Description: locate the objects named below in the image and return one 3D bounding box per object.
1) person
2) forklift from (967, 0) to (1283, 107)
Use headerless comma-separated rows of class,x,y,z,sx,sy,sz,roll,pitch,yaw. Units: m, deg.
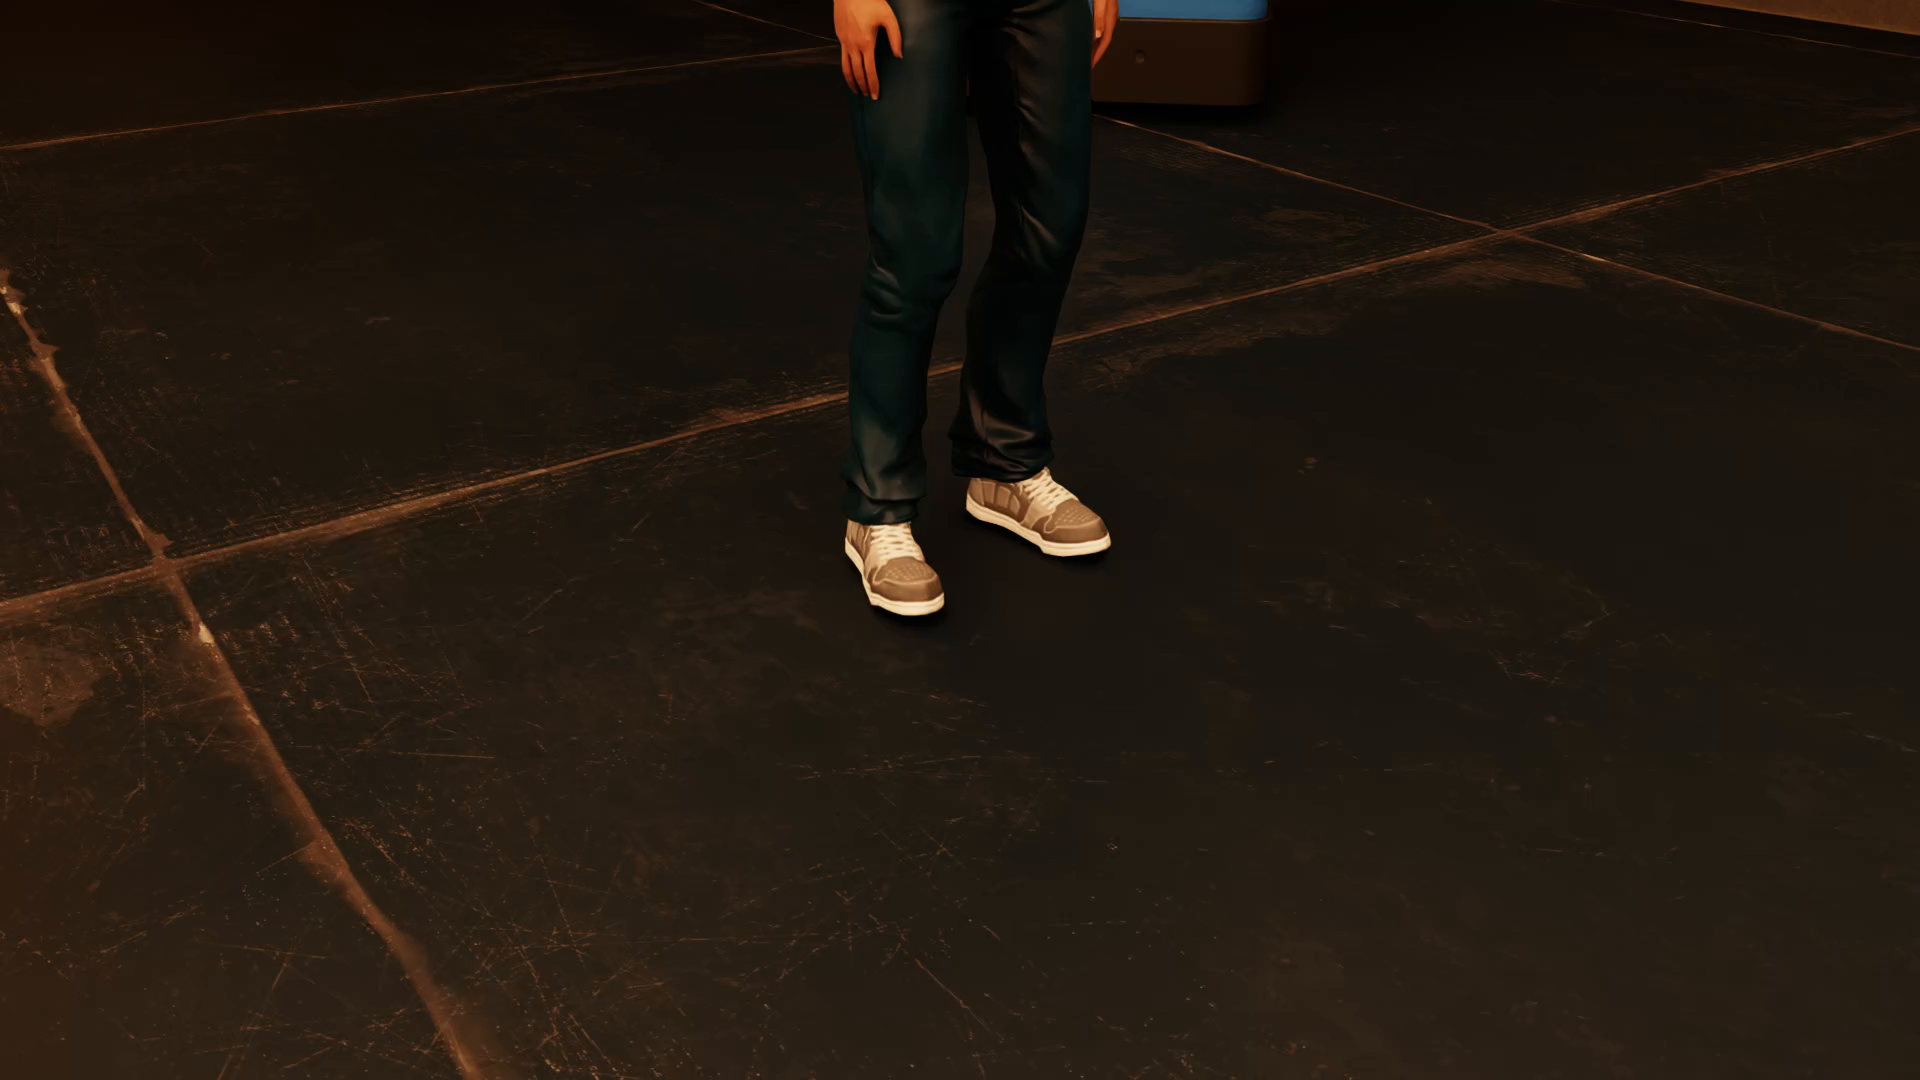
person,0.017,-0.700,2.134,0.467,1.581,0.344,-19,32,-32
forklift,0.604,-3.216,5.641,1.130,2.935,3.031,4,27,8
